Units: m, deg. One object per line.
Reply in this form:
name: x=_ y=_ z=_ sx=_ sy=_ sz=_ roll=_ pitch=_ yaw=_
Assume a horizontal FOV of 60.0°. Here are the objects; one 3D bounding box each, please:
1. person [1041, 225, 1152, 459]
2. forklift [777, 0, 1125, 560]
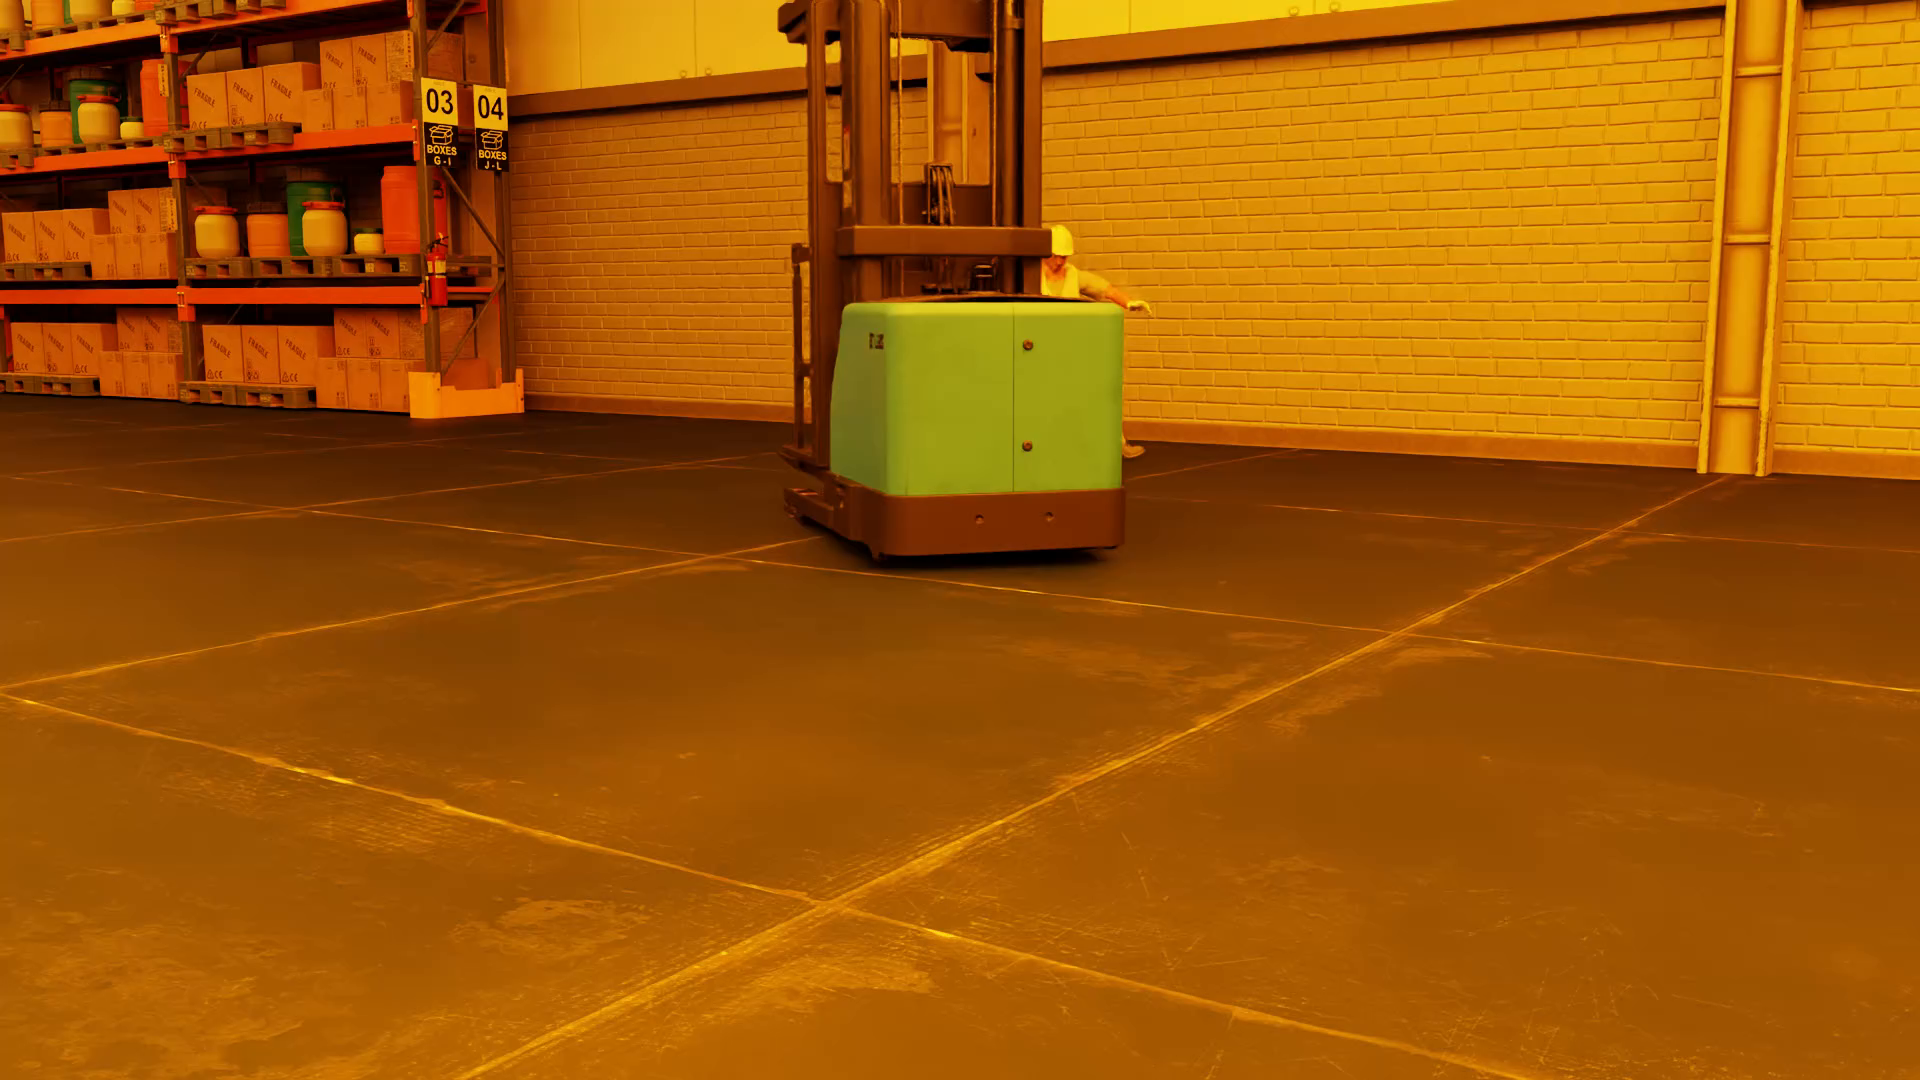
person: x=0.716 y=-1.248 z=10.793 sx=1.318 sy=1.569 sz=0.849 roll=-2 pitch=8 yaw=-17
forklift: x=-0.245 y=-1.537 z=8.002 sx=1.130 sy=2.935 sz=3.031 roll=-3 pitch=8 yaw=-18
